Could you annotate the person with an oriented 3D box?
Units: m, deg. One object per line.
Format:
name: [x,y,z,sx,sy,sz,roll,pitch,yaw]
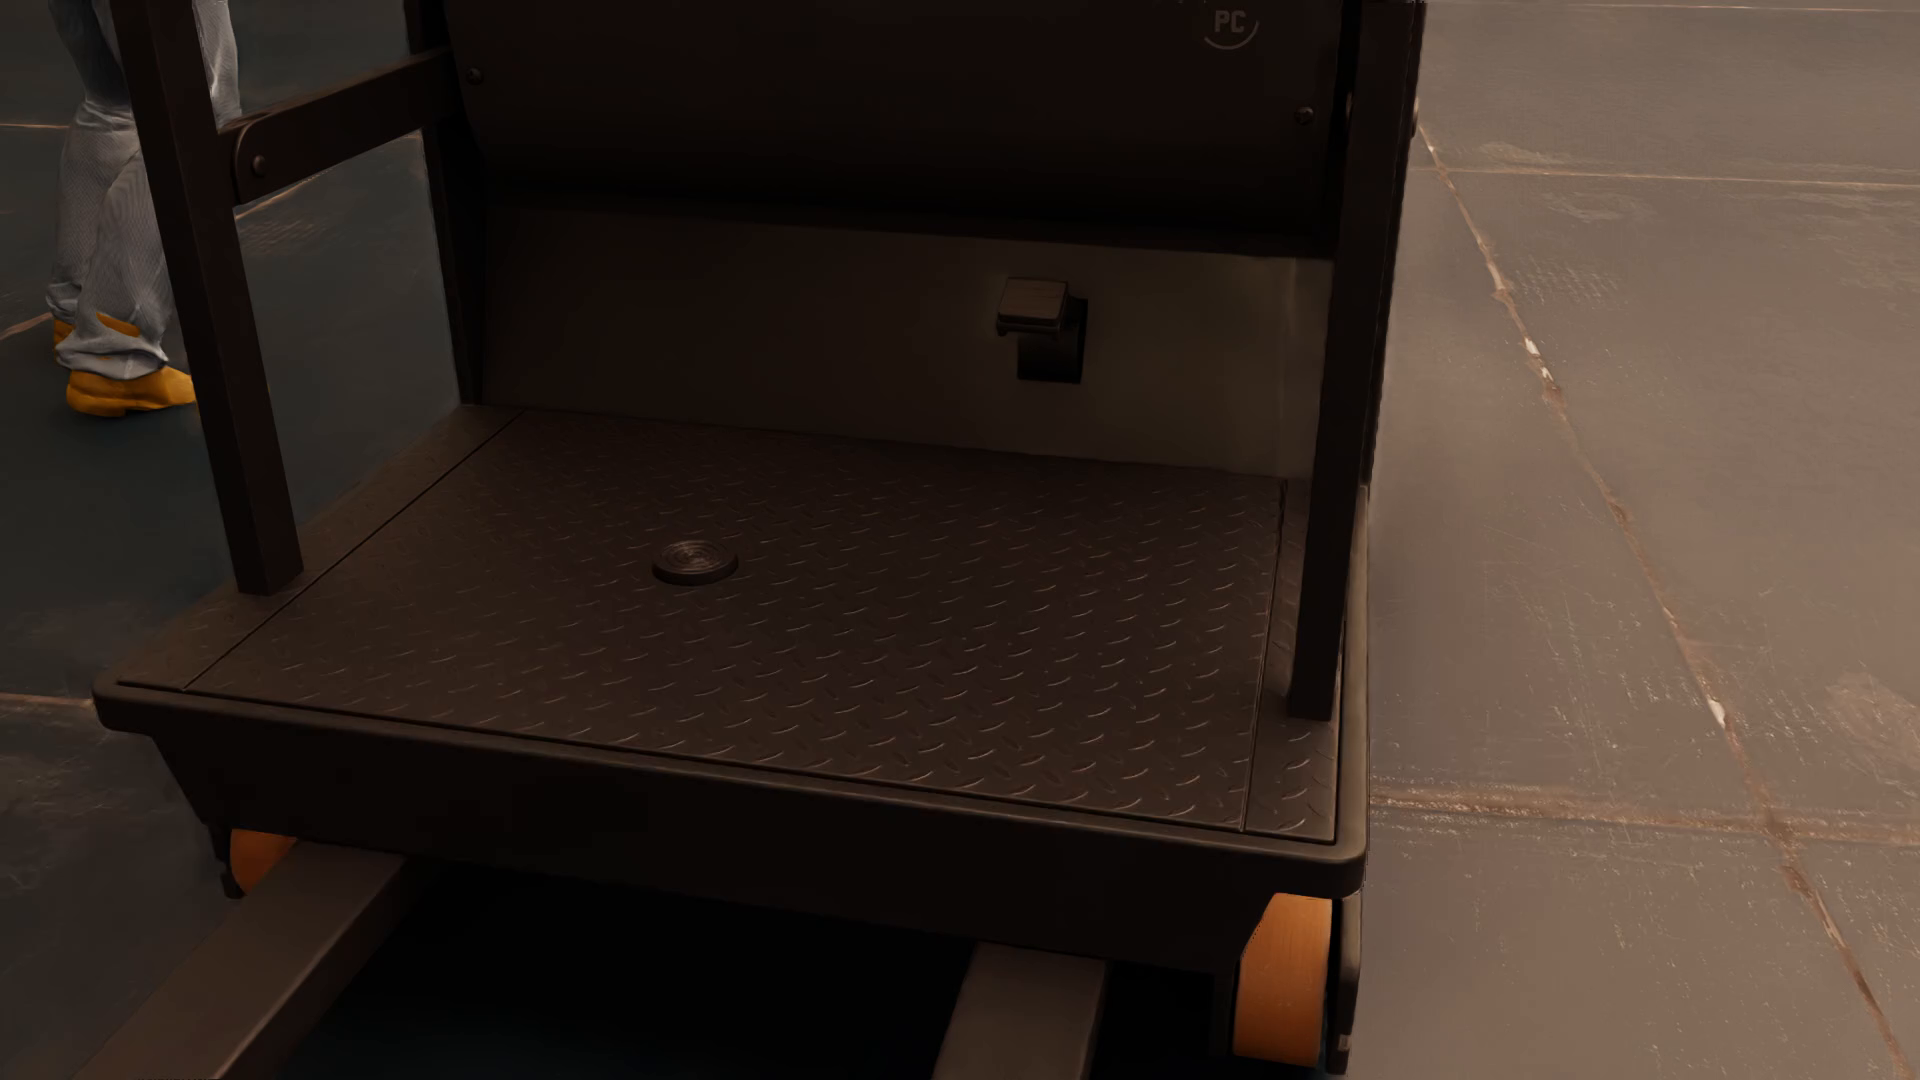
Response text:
person: [-1.484,-1.063,2.786,0.888,1.728,0.497,20,33,35]

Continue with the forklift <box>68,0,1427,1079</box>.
forklift: [-0.127,-1.014,1.250,1.130,2.935,3.031,6,27,11]
